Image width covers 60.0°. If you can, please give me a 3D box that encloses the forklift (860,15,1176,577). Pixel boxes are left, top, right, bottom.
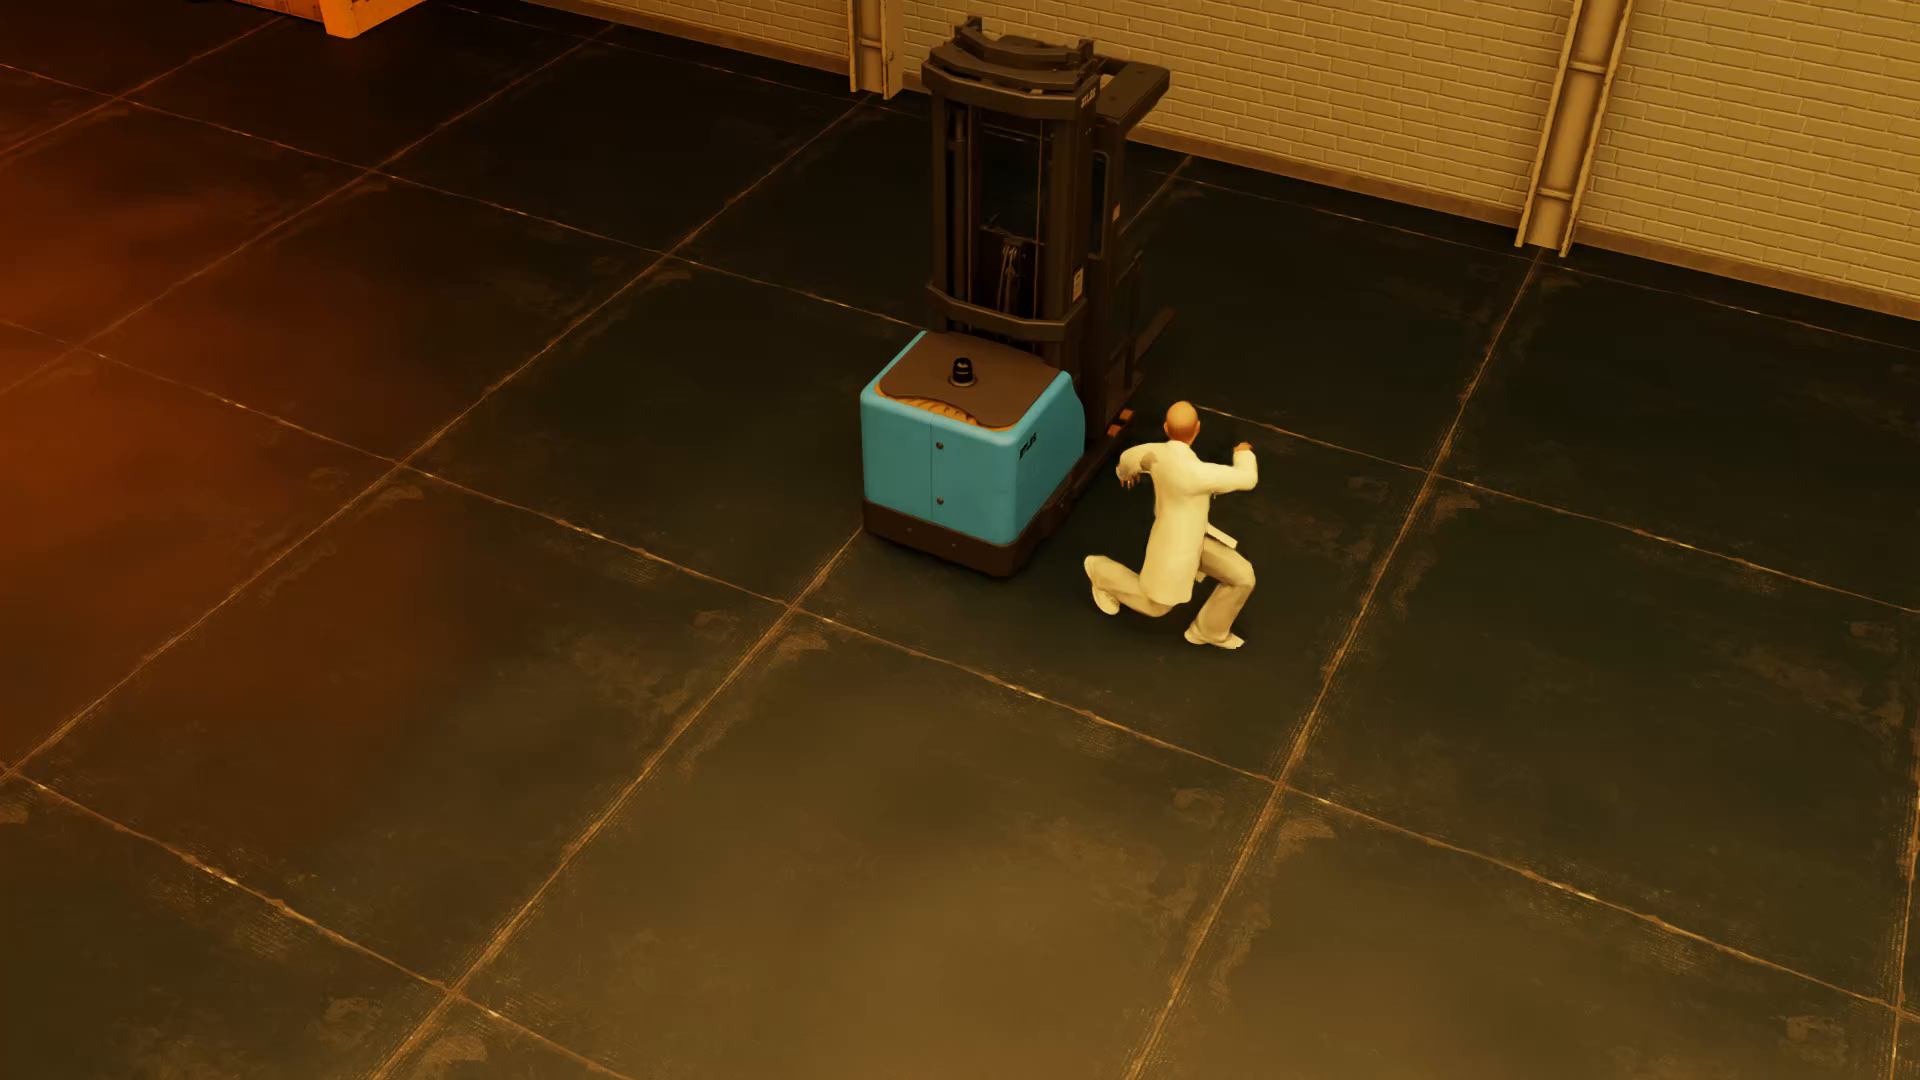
[{"bbox_3d":[0.538,-1.842,10.174,1.130,2.935,3.031,19,44,21],"label":"forklift"}]

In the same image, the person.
[{"bbox_3d":[1.204,-0.121,9.297,1.009,1.544,0.780,11,41,13],"label":"person"}]
